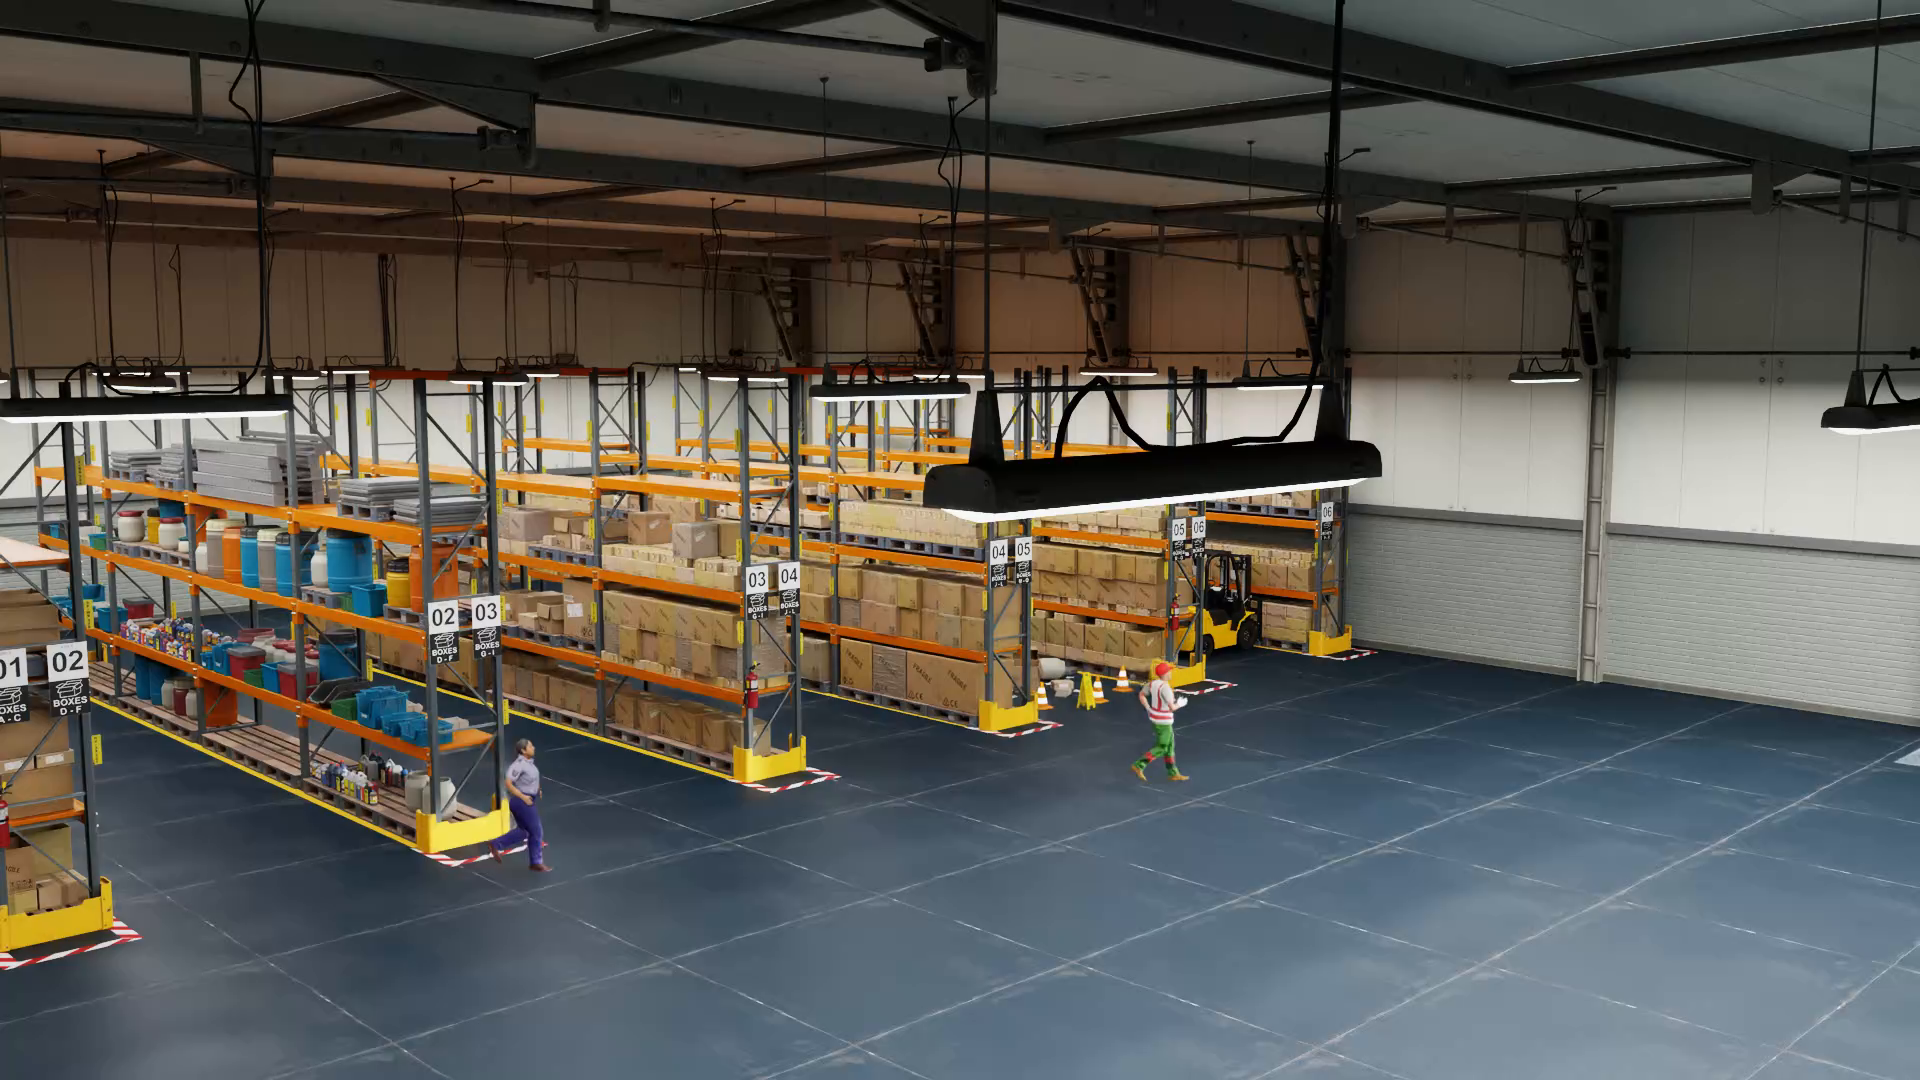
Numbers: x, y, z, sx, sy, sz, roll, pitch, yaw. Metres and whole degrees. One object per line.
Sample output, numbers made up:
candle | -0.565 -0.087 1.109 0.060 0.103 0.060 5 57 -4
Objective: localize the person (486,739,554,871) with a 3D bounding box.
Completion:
person | -5.398 3.249 20.399 0.802 1.648 0.635 -1 6 -6

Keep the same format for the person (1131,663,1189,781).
person | 2.931 2.675 24.353 0.944 1.774 0.670 -2 7 -15
